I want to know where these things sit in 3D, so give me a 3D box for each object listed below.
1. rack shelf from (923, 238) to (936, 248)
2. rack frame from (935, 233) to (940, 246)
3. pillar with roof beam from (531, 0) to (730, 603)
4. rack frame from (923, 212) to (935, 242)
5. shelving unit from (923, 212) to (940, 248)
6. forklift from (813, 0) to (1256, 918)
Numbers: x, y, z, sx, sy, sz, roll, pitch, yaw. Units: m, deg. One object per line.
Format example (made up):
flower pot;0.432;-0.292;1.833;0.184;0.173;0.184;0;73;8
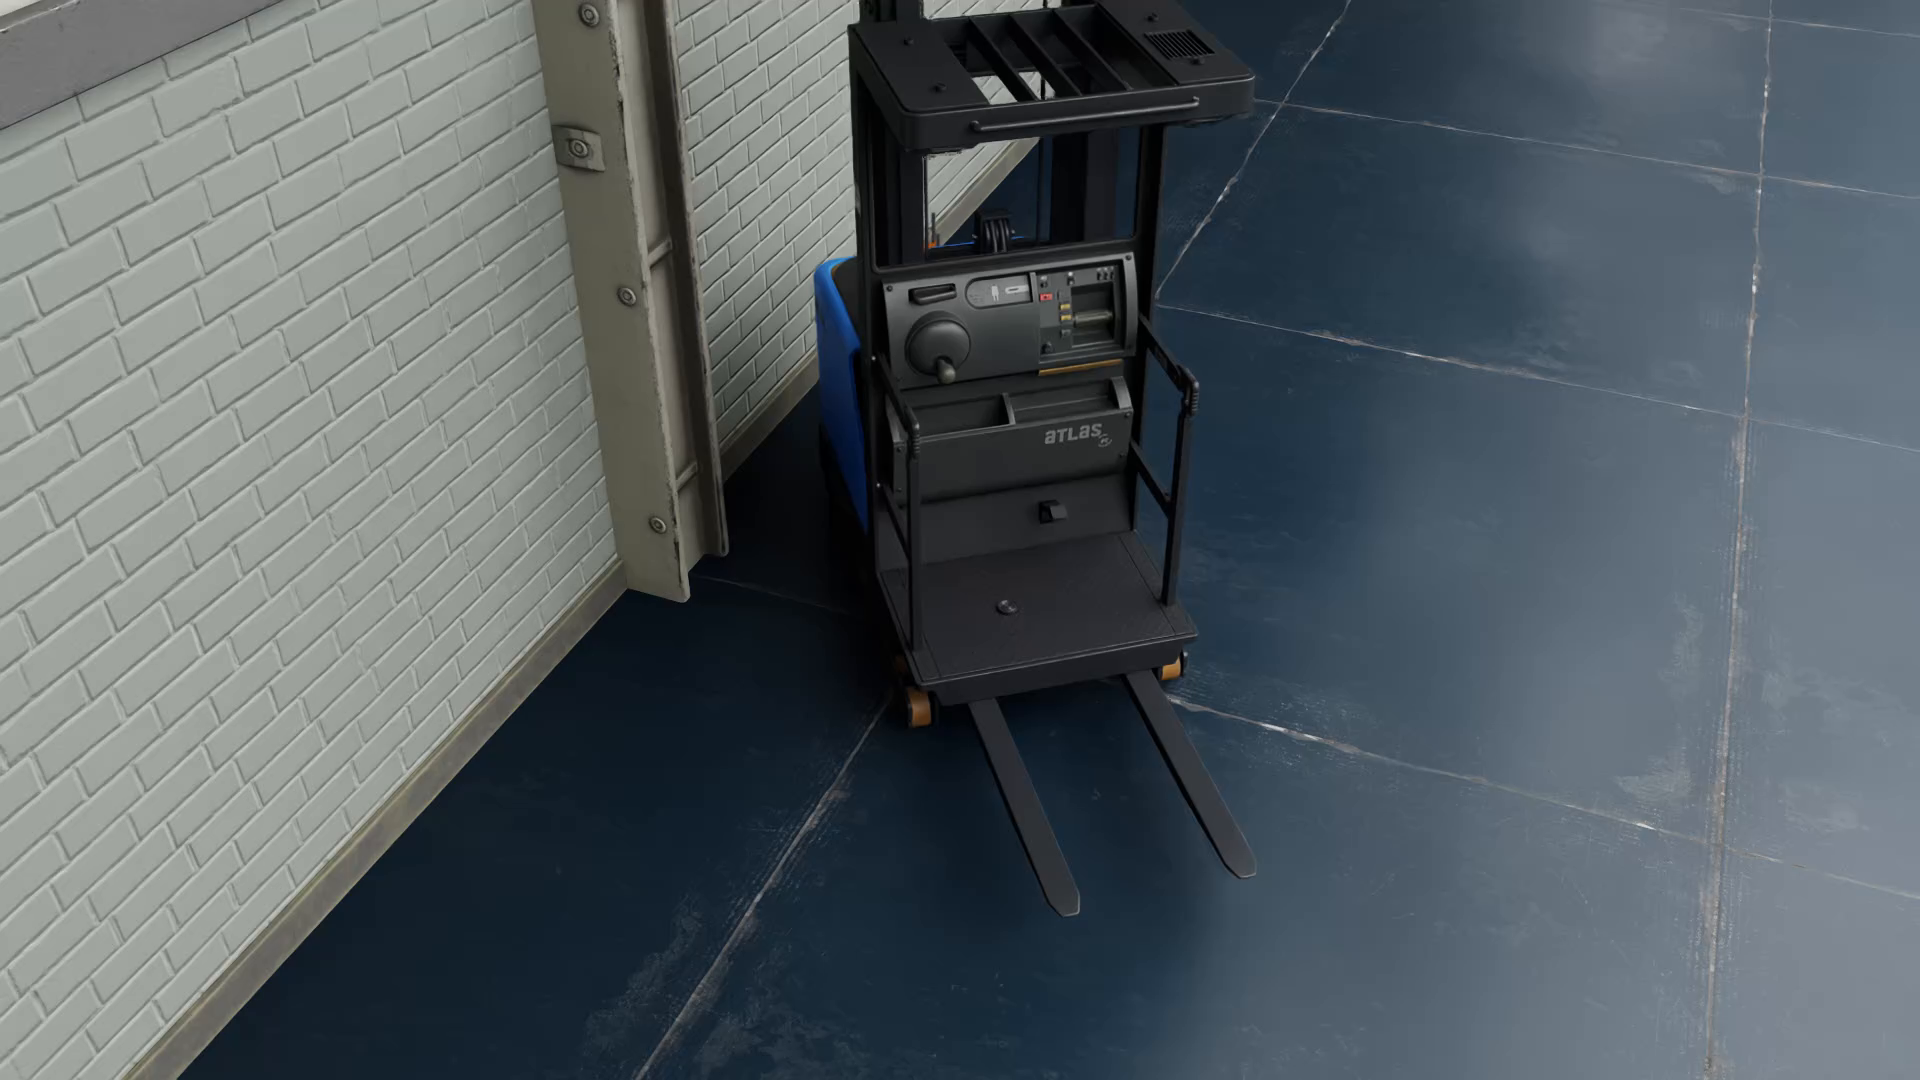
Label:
rack shelf;-0.199;-1.189;7.495;0.215;0.259;0.240;-3;33;-4
rack frame;-0.187;-0.893;7.541;0.200;1.050;0.008;-3;33;-4
pillar with roof beam;2.770;-2.506;3.087;9.100;9.000;0.400;14;39;18
rack frame;-0.209;-1.025;7.745;0.200;1.050;0.008;-3;33;-4
shelving unit;-0.198;-0.959;7.643;0.215;1.050;0.252;-3;33;-4
forklift;0.245;-0.726;5.773;1.130;2.935;3.031;-9;38;-12
